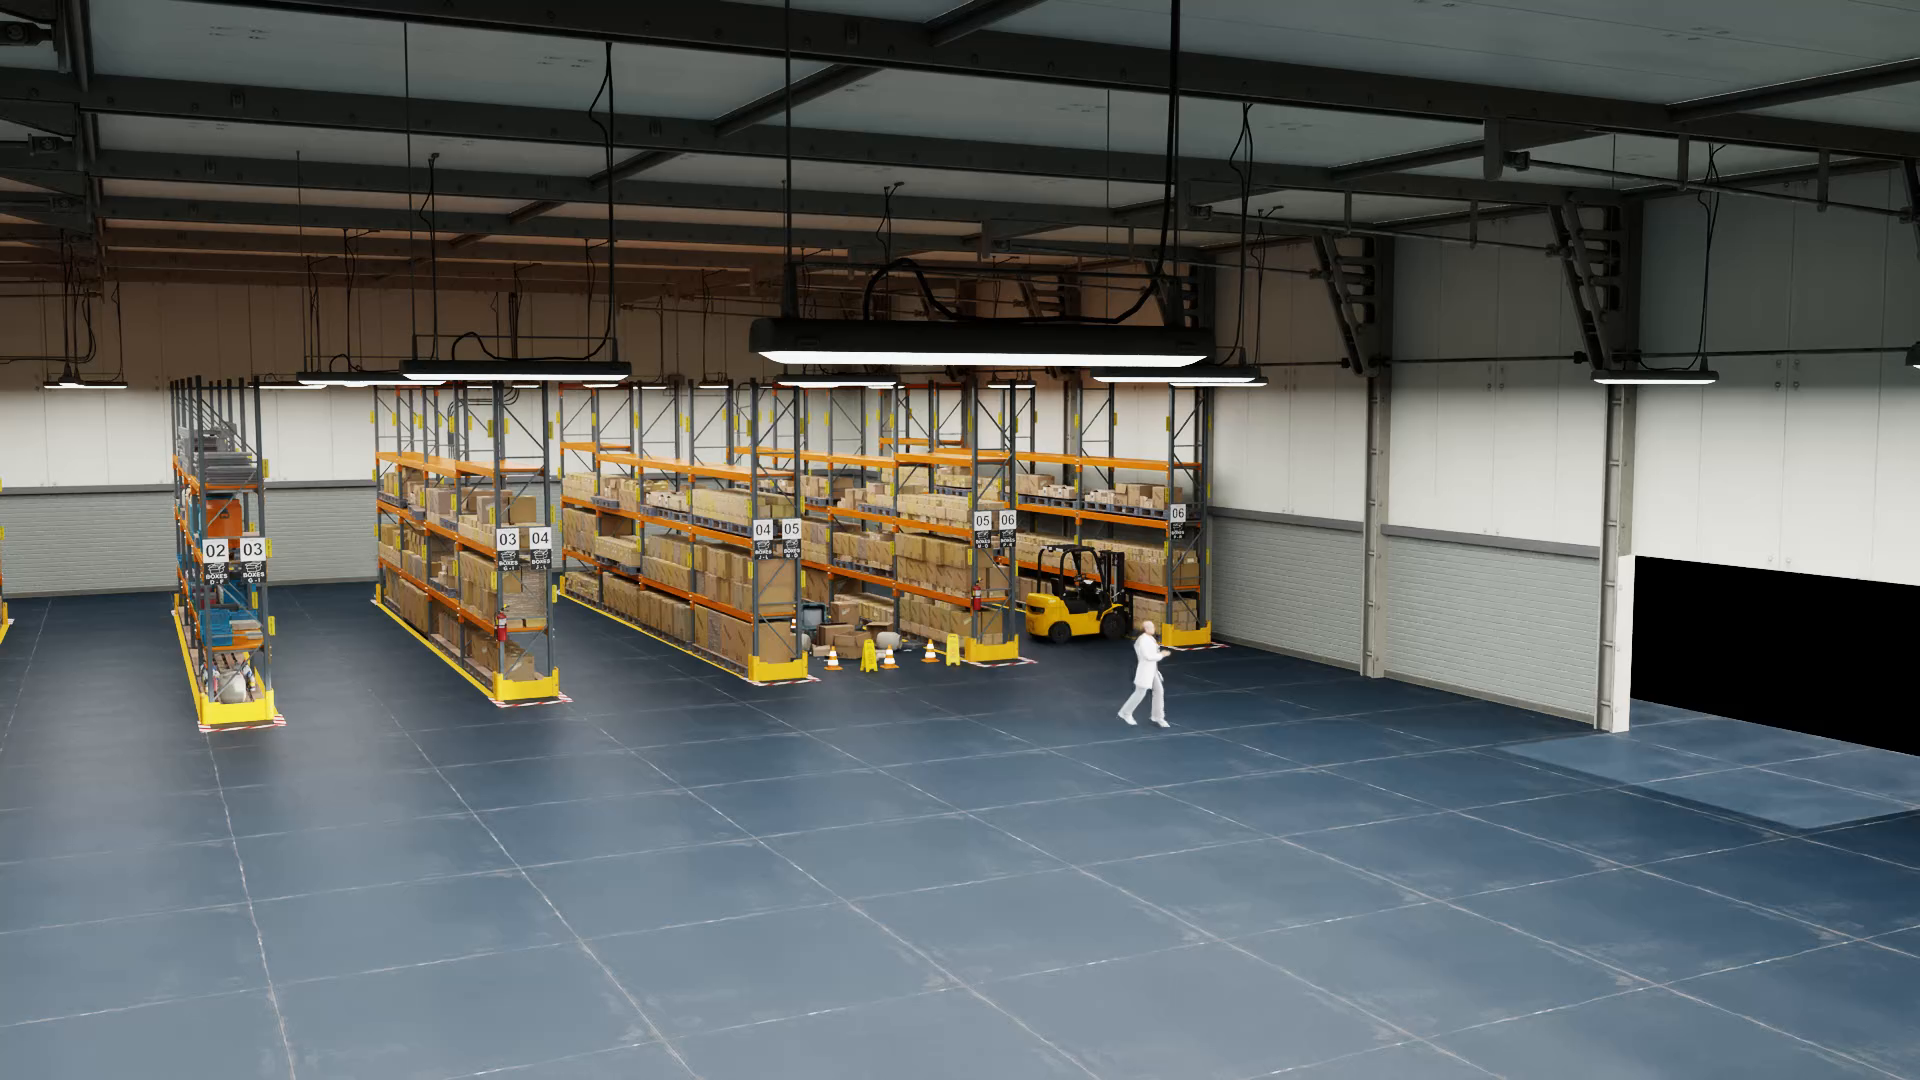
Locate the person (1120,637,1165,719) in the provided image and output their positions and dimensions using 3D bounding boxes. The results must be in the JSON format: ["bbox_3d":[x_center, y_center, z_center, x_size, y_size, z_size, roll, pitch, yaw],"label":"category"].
[{"bbox_3d":[3.130,2.331,28.455,0.749,1.445,0.387,2,5,20],"label":"person"}]
